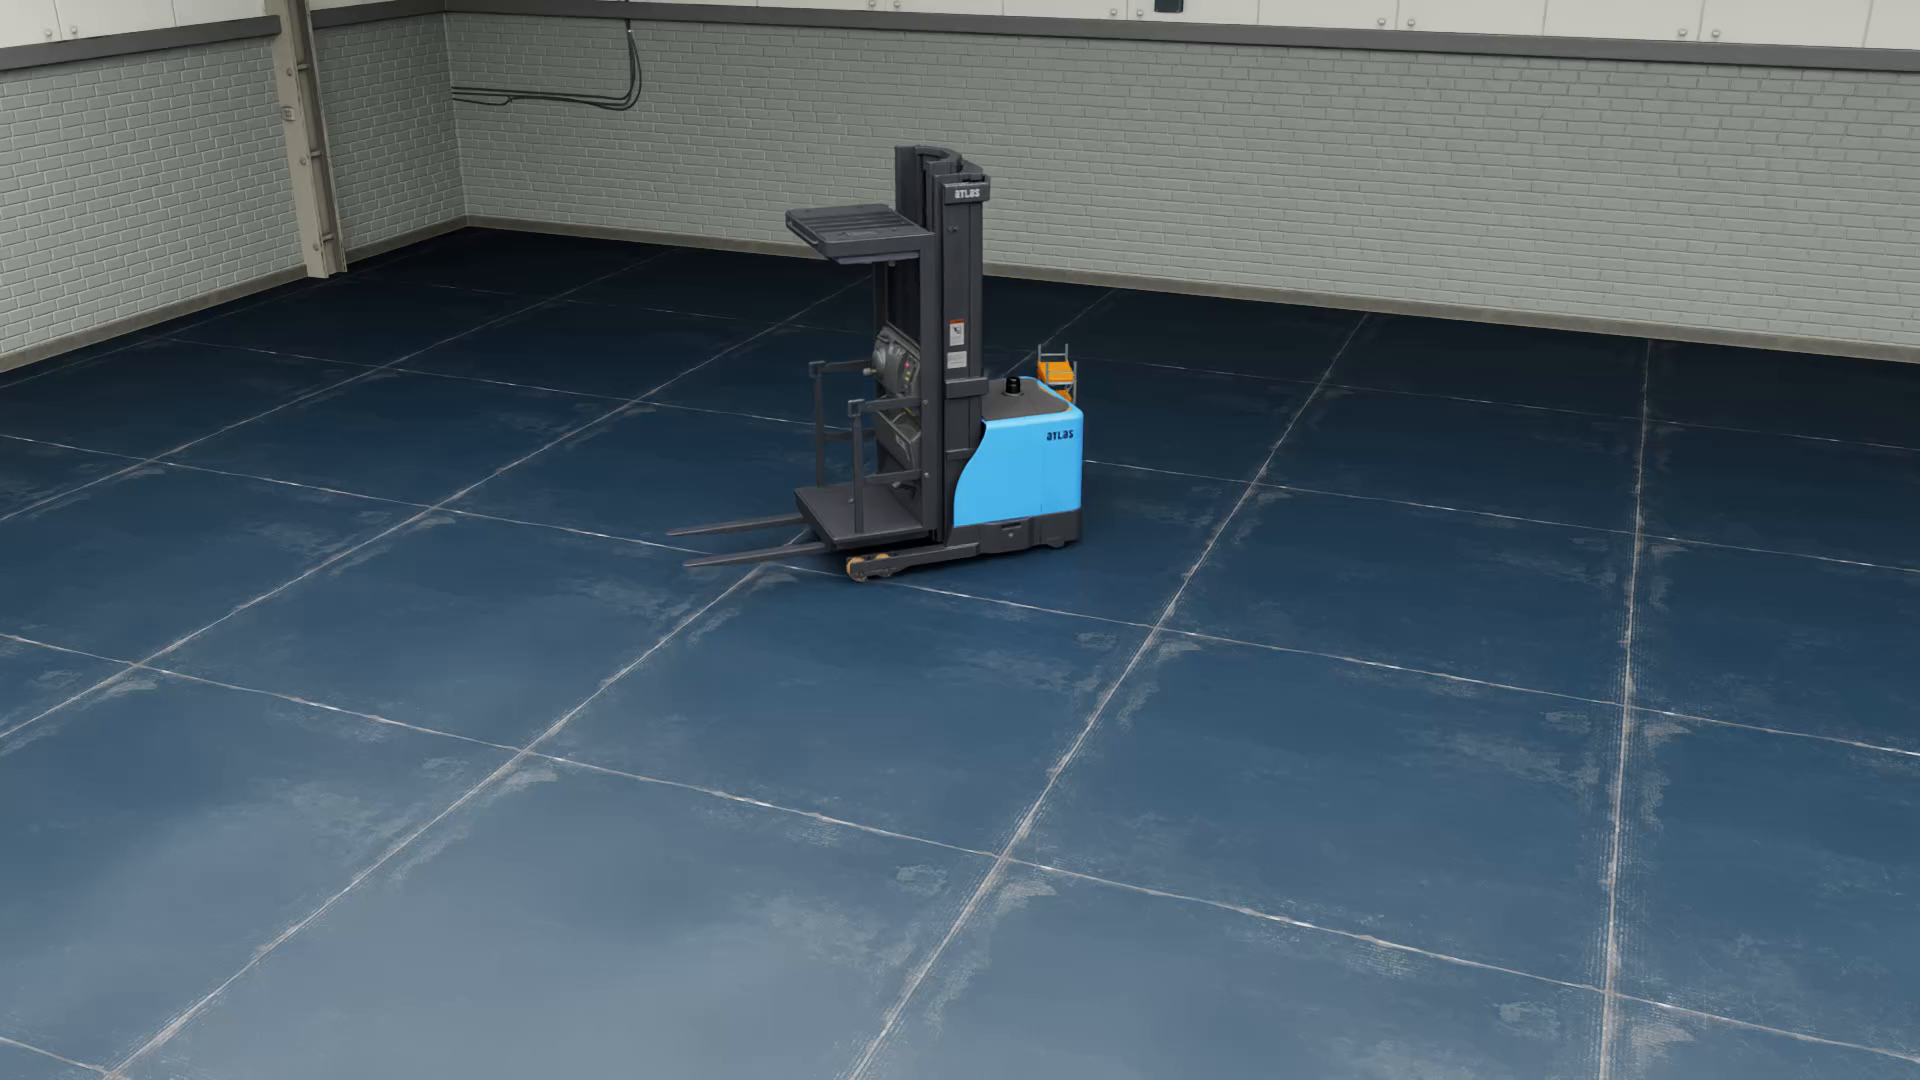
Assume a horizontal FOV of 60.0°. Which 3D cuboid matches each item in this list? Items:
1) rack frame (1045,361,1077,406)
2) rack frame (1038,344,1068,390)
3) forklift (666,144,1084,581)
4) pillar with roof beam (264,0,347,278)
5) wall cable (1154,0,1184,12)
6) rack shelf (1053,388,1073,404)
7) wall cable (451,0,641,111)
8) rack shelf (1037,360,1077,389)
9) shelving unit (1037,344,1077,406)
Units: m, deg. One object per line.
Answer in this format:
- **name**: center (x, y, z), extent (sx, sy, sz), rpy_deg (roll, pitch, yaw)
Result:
- **rack frame**: center (0.789, -0.836, 13.195), extent (0.240, 1.200, 0.015), rpy_deg (-2, 23, -4)
- **rack frame**: center (0.751, -1.024, 13.644), extent (0.240, 1.200, 0.015), rpy_deg (-2, 23, -4)
- **forklift**: center (-0.645, -1.286, 12.026), extent (3.031, 2.935, 1.130), rpy_deg (-8, 24, -19)
- **pillar with roof beam**: center (-3.876, -6.849, 17.471), extent (9.100, 9.000, 0.400), rpy_deg (9, 24, 20)
- **wall cable**: center (3.257, -8.534, 17.094), extent (2.305, 6.003, 0.169), rpy_deg (9, 24, 20)
- **rack shelf**: center (0.770, -1.074, 13.359), extent (0.258, 0.148, 0.480), rpy_deg (-2, 23, -4)
- **wall cable**: center (-5.551, -6.897, 21.616), extent (3.097, 2.526, 0.112), rpy_deg (9, 24, 20)
- **rack shelf**: center (0.770, -1.293, 13.268), extent (0.258, 0.148, 0.480), rpy_deg (-2, 23, -4)
- **shelving unit**: center (0.770, -0.930, 13.419), extent (0.258, 1.200, 0.503), rpy_deg (-2, 23, -4)
